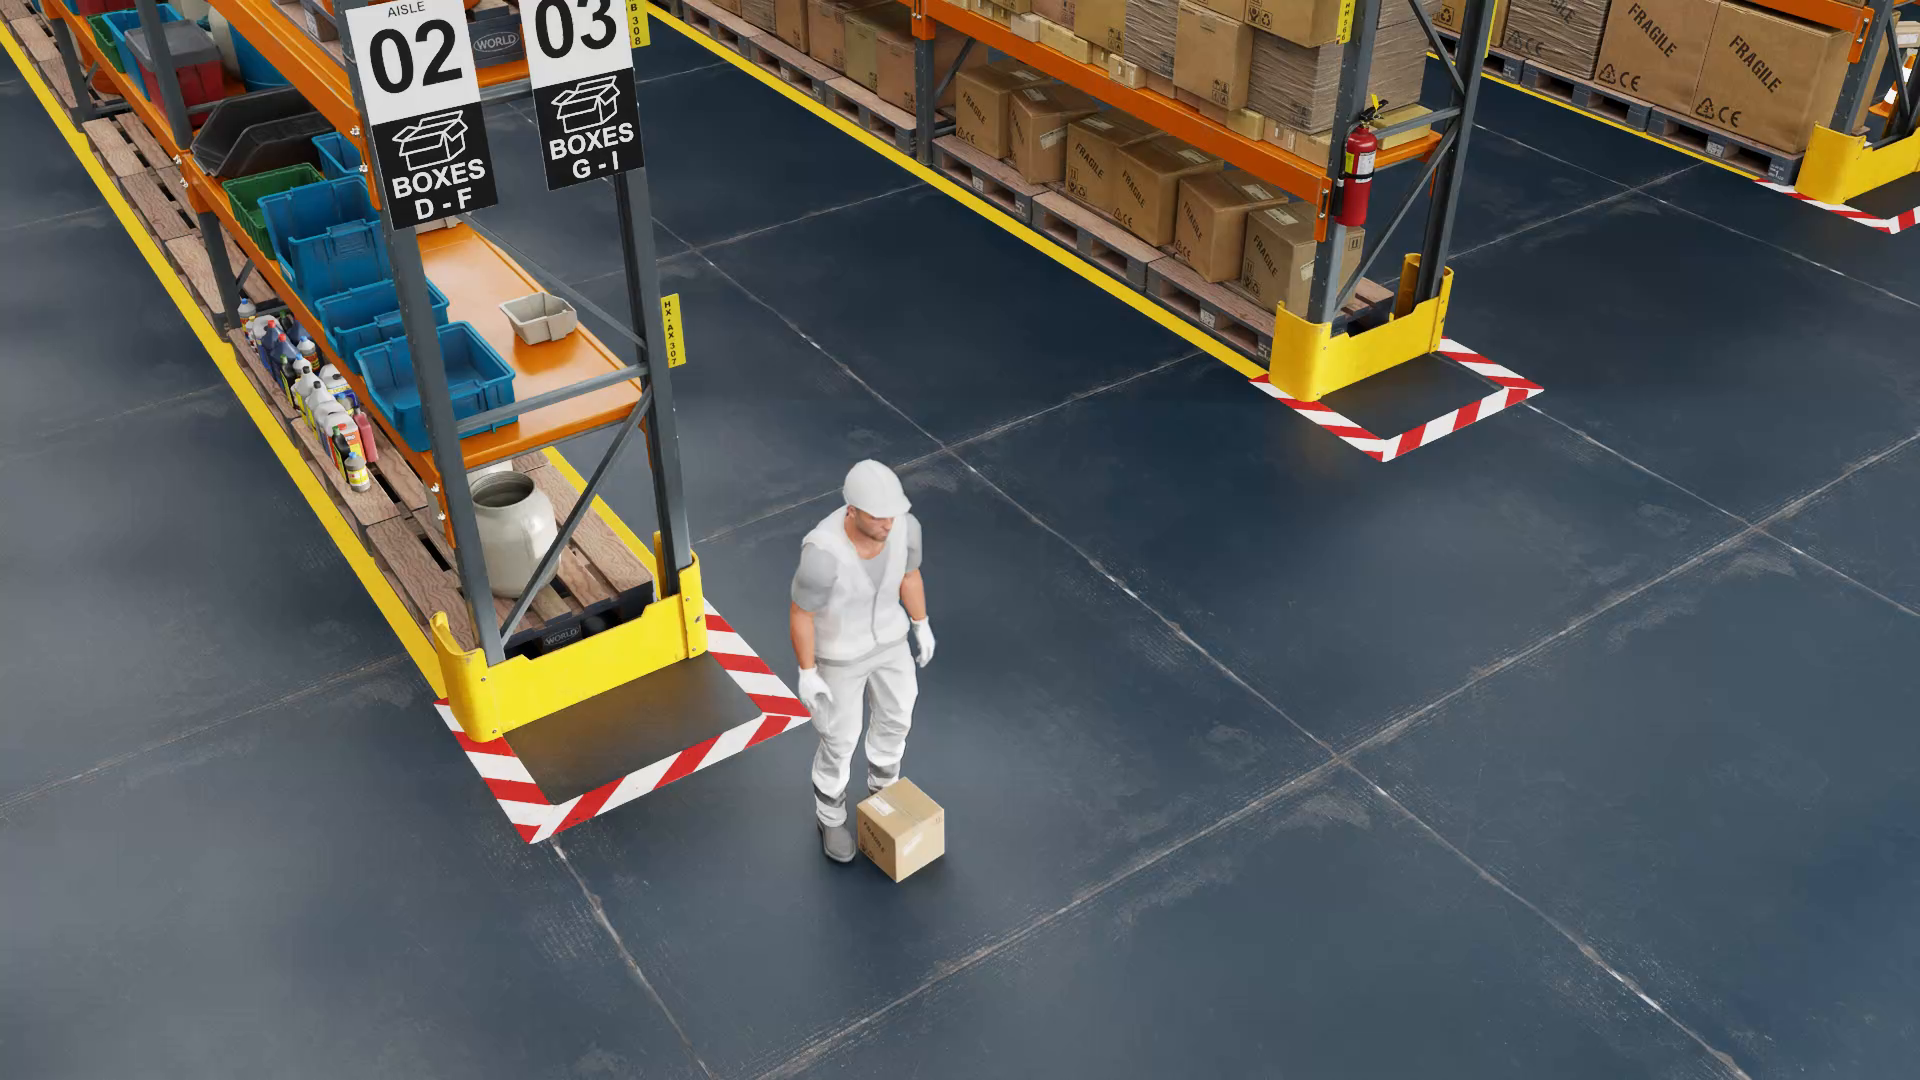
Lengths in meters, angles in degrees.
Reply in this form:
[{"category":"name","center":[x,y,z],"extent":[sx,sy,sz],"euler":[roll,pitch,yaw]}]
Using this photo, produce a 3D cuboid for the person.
[{"category":"person","center":[-0.362,0.436,6.392],"extent":[0.611,1.779,0.455],"euler":[-23,42,-28]}]
